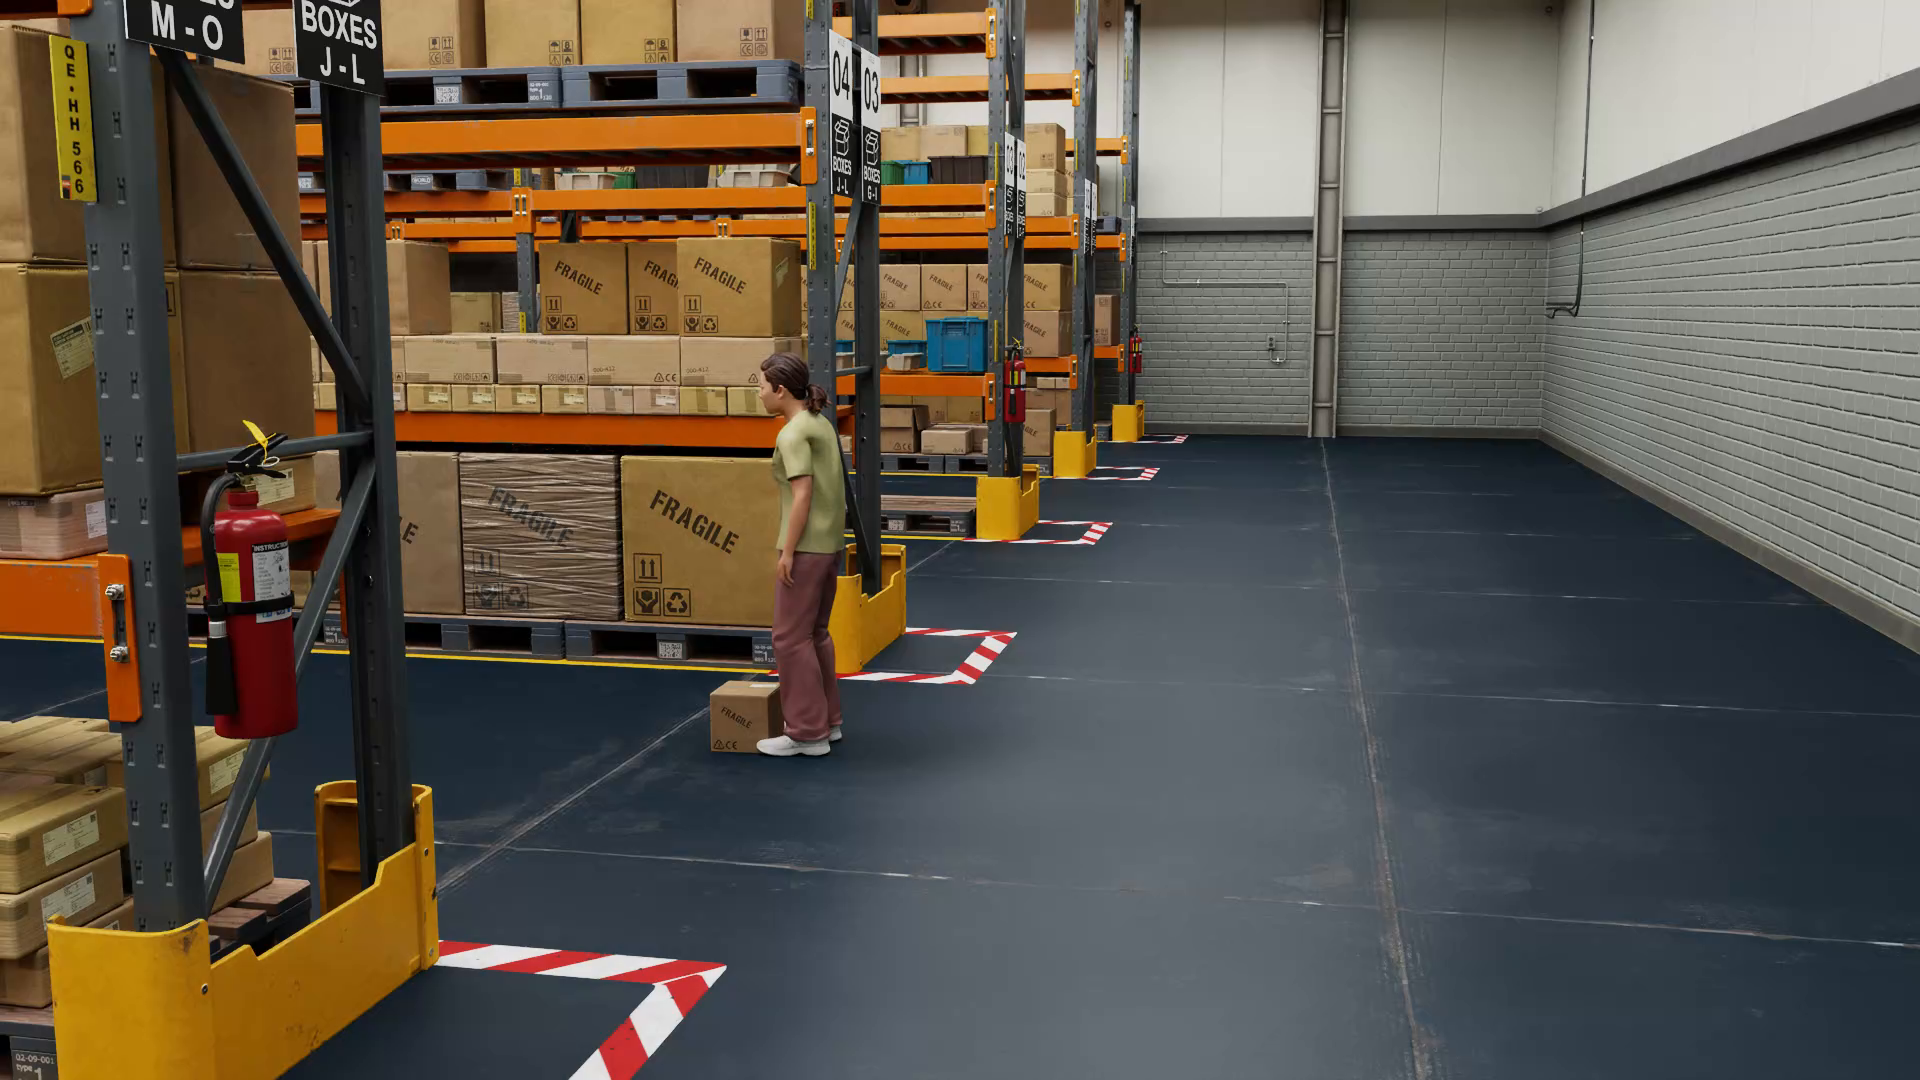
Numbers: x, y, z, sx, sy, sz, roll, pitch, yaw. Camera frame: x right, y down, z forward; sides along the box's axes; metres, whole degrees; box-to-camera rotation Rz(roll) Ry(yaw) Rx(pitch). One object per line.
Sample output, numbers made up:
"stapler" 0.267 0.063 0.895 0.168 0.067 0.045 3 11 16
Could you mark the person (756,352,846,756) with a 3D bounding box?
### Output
"person" -0.659 0.054 6.938 0.352 1.673 0.502 2 8 11
